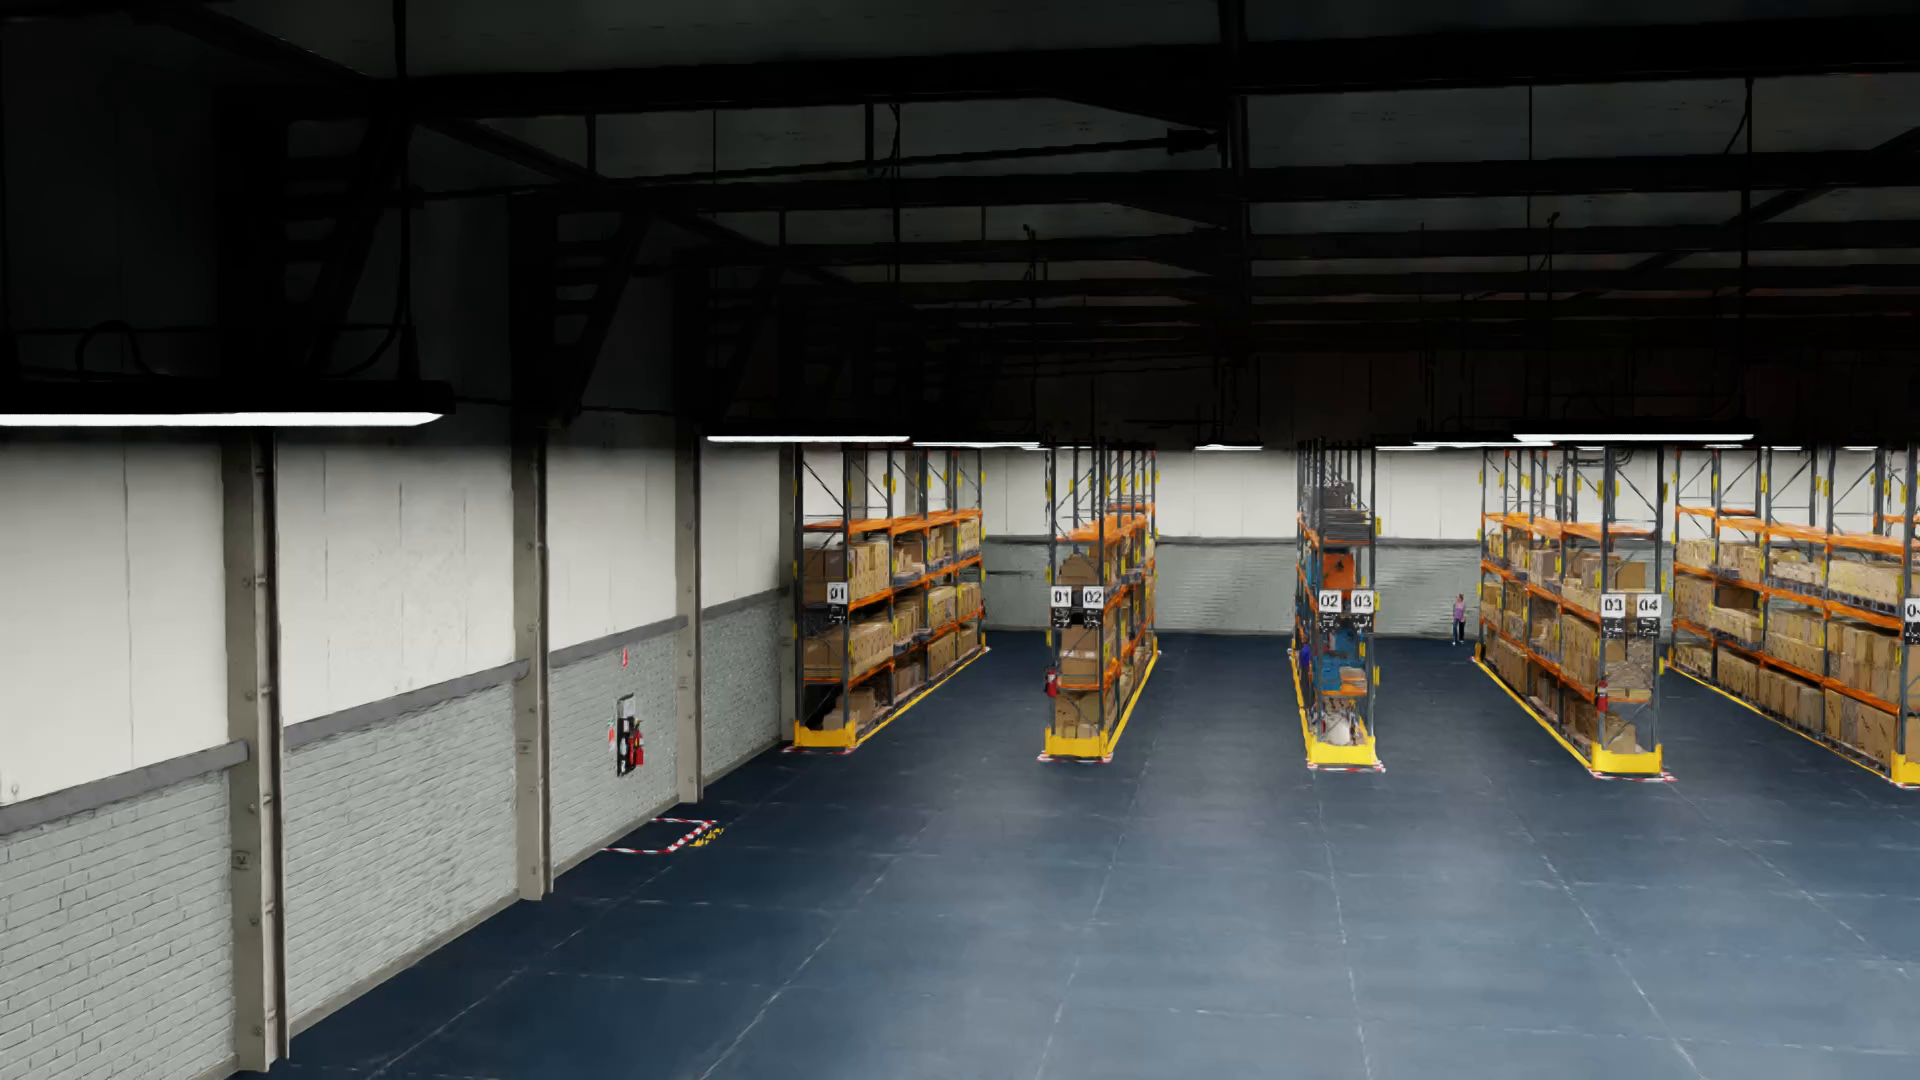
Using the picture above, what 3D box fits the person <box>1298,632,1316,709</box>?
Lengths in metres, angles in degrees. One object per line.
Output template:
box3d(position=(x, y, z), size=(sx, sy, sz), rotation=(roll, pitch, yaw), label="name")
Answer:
box3d(position=(7.535, 2.811, 35.672), size=(0.476, 1.659, 0.543), rotation=(-1, 3, -10), label="person")

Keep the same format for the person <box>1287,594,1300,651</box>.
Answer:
box3d(position=(9.777, 2.369, 47.764), size=(0.701, 1.664, 0.484), rotation=(-1, 3, -17), label="person")

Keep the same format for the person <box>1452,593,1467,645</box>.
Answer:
box3d(position=(14.811, 2.335, 49.311), size=(0.408, 1.533, 0.961), rotation=(1, 3, 19), label="person")
